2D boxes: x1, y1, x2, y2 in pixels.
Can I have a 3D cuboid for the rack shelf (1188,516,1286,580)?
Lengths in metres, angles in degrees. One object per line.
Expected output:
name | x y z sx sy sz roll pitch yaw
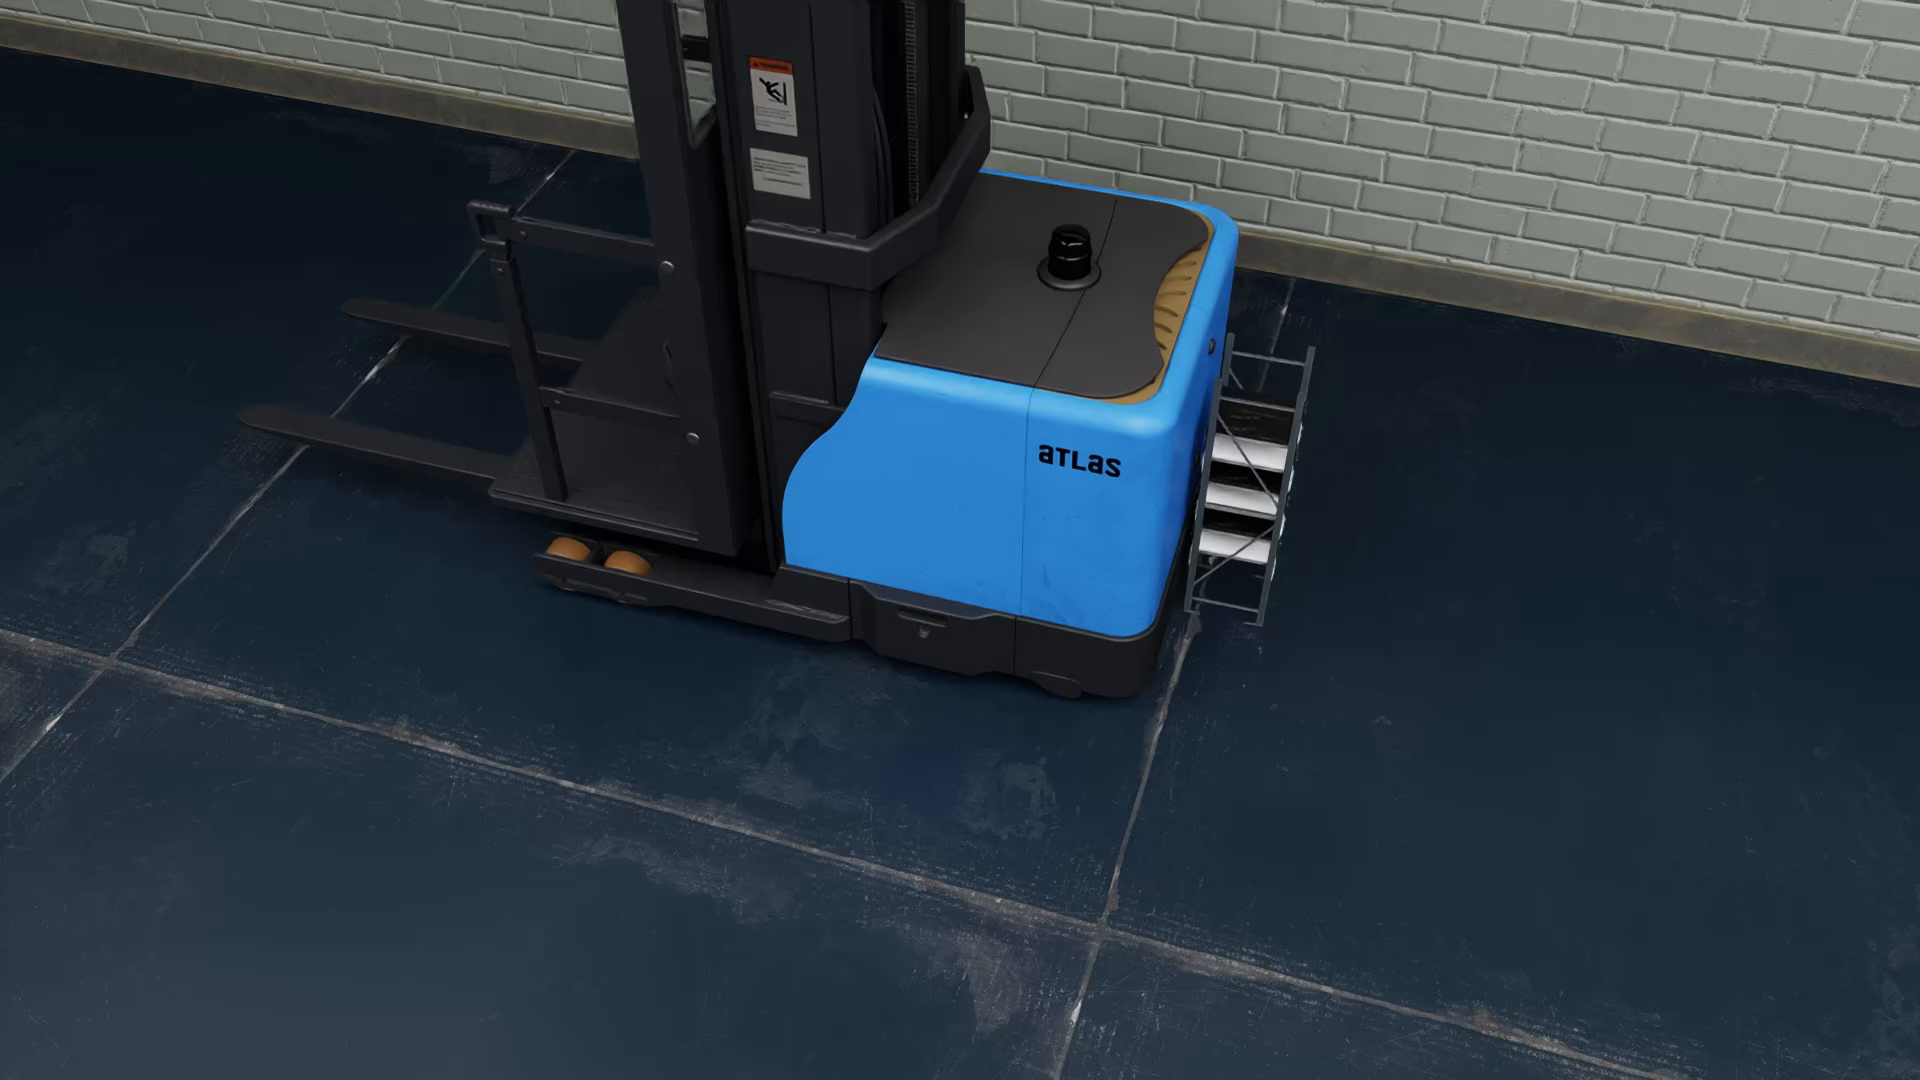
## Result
rack shelf | 0.819 -0.001 4.912 0.258 0.077 0.200 11 45 11

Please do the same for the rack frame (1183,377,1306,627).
rack frame | 0.791 -0.085 4.693 0.240 0.900 0.006 11 45 11

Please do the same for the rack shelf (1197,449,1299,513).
rack shelf | 0.819 -0.194 4.723 0.258 0.077 0.200 11 45 11

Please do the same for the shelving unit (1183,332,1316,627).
shelving unit | 0.819 -0.153 4.763 0.258 0.900 0.210 11 45 11

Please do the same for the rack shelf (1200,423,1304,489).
rack shelf | 0.819 -0.258 4.661 0.258 0.077 0.200 11 45 11

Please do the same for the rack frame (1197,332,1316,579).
rack frame | 0.846 -0.222 4.833 0.240 0.900 0.006 11 45 11

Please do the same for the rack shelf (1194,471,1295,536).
rack shelf | 0.819 -0.129 4.786 0.258 0.077 0.200 11 45 11

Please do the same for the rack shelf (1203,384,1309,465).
rack shelf | 0.819 -0.322 4.598 0.258 0.077 0.200 11 45 11

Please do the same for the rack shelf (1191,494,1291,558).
rack shelf | 0.819 -0.065 4.849 0.258 0.077 0.200 11 45 11

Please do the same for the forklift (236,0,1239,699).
forklift | -0.779 -1.192 4.373 3.031 2.935 1.130 12 46 12
